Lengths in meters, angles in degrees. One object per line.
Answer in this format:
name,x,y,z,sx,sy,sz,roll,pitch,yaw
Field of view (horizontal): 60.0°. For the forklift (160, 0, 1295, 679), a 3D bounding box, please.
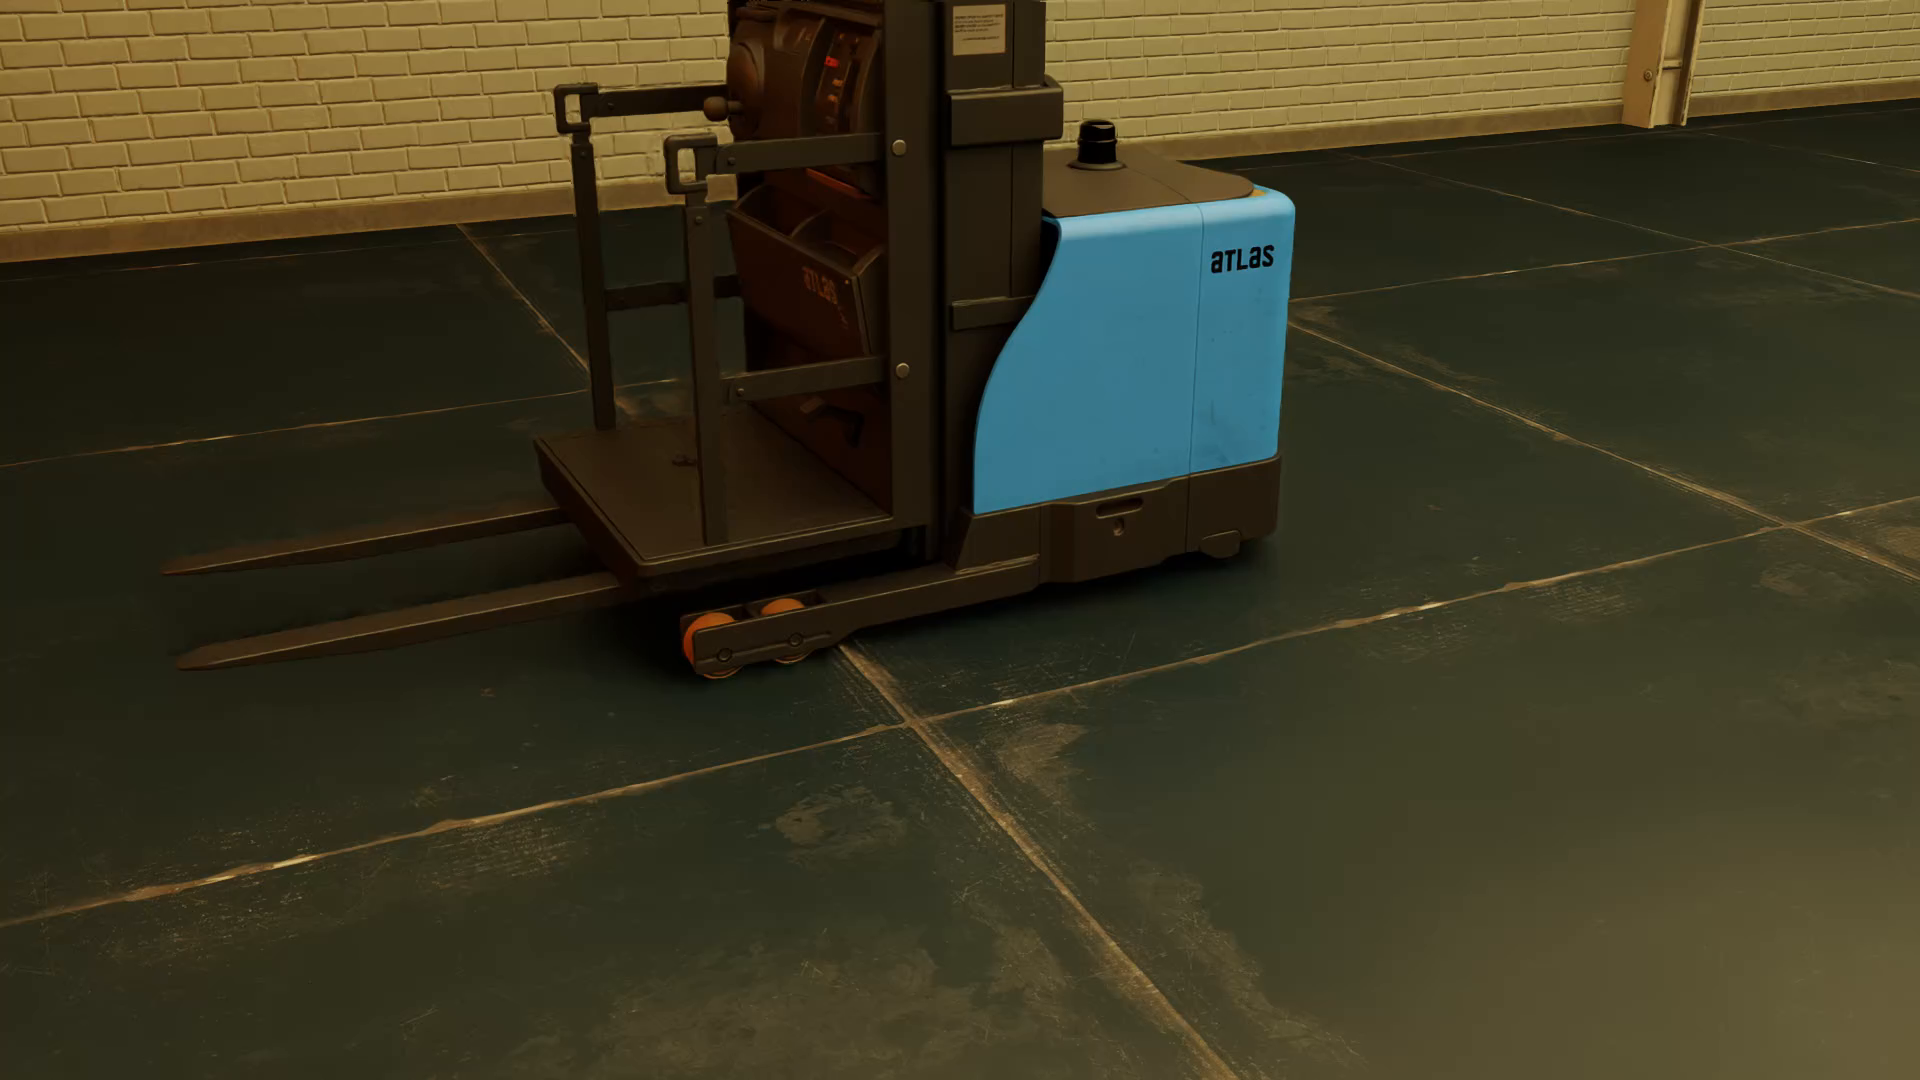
forklift,-0.598,-1.229,4.245,3.031,2.935,1.130,-11,25,-25
